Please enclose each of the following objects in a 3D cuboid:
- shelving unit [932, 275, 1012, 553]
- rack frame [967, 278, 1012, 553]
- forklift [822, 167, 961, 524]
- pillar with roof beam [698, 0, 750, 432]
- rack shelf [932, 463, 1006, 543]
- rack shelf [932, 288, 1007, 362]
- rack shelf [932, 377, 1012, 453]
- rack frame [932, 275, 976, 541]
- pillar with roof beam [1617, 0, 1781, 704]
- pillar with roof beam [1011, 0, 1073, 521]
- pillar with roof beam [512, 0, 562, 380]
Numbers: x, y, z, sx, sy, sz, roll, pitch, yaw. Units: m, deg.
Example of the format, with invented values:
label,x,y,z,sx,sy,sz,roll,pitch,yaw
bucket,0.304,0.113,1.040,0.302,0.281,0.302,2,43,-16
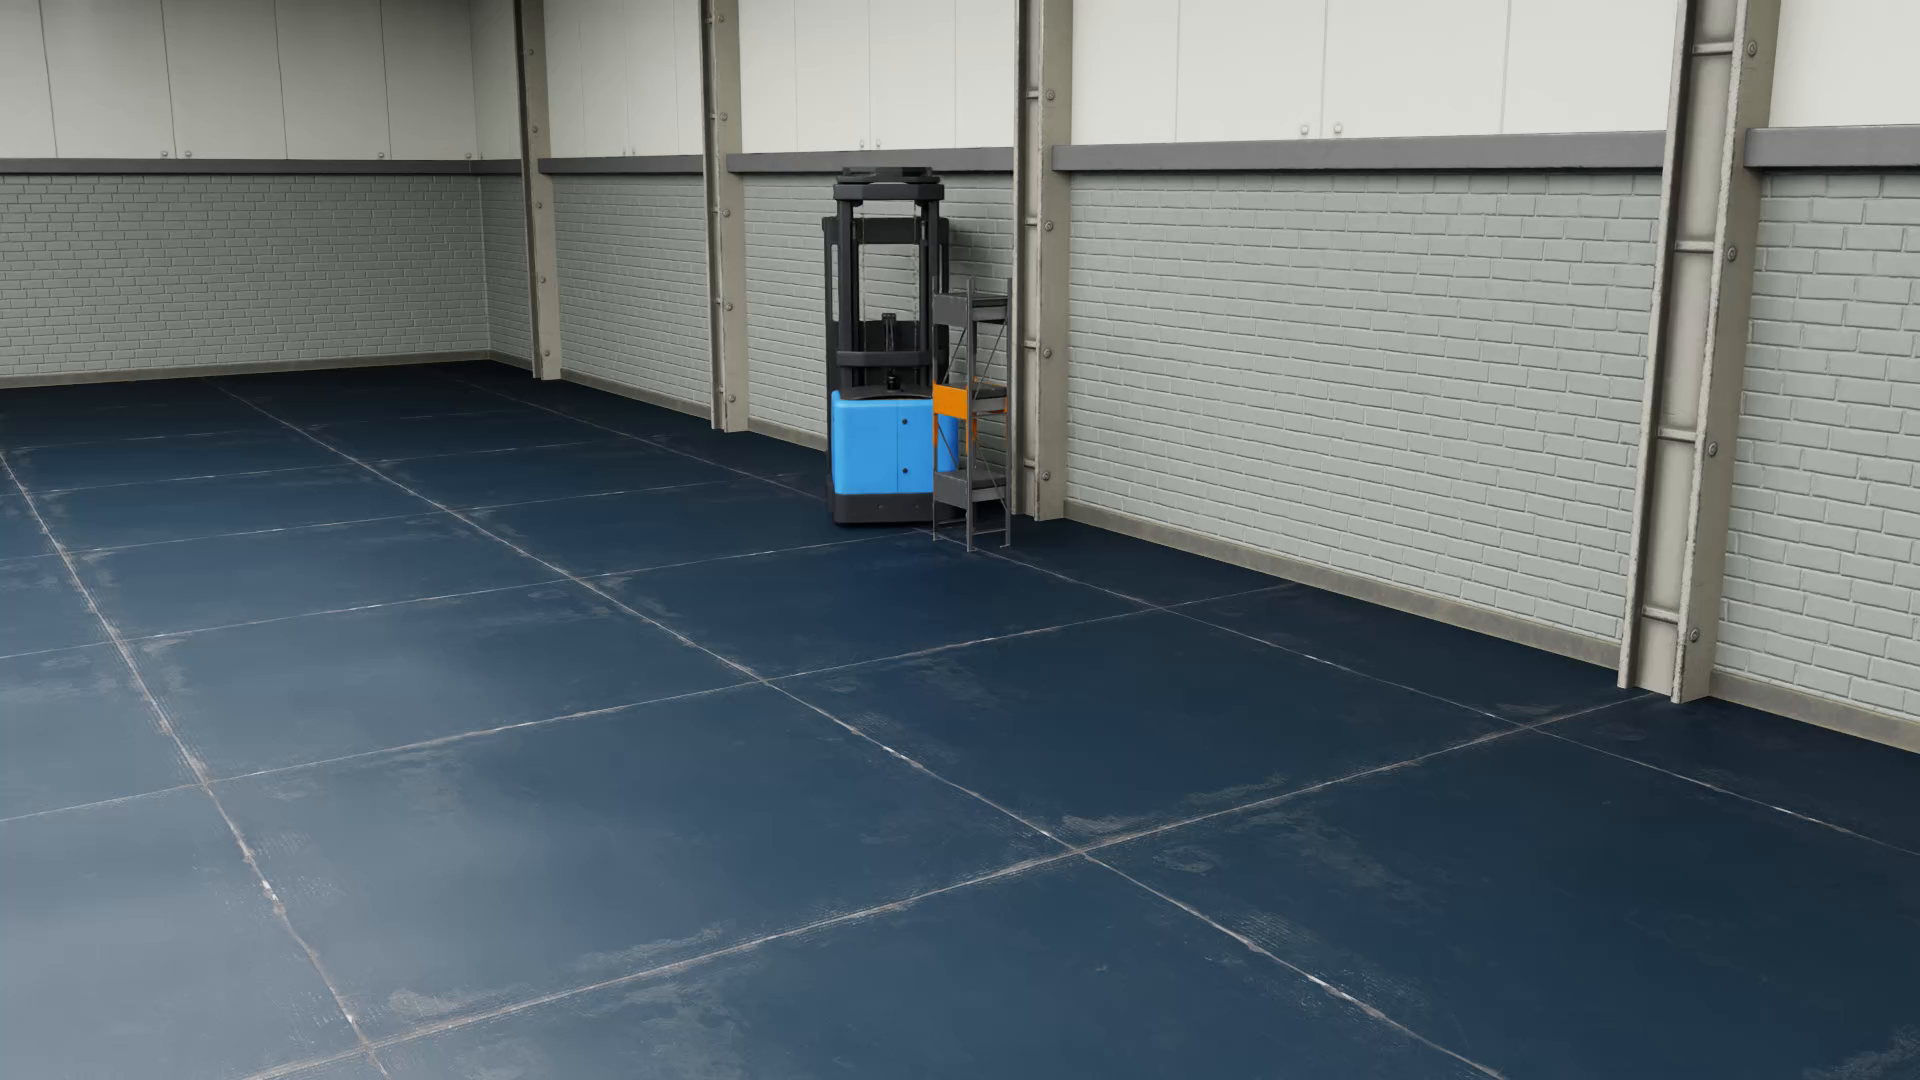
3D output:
label,x,y,z,sx,sy,sz,roll,pitch,yaw
shelving unit,0.092,-0.996,13.003,0.431,2.100,0.503,-8,15,-33
rack frame,0.227,-0.953,12.804,0.400,2.100,0.015,-8,15,-33
forklift,-0.665,-1.830,14.870,1.130,2.935,3.031,-1,12,-6
pillar with roof beam,-6.230,-5.166,15.923,9.100,9.000,0.400,-8,15,-33
rack shelf,0.092,-0.299,13.155,0.431,0.518,0.480,-8,15,-33
rack shelf,0.092,-1.667,12.856,0.431,0.518,0.480,-8,15,-33
rack shelf,0.092,-0.983,13.006,0.431,0.518,0.480,-8,15,-33
rack frame,-0.043,-1.040,13.201,0.400,2.100,0.015,-8,15,-33
pillar with roof beam,0.418,-3.032,6.164,9.100,9.000,0.400,-8,15,-33
pillar with roof beam,-2.906,-4.099,11.044,9.100,9.000,0.400,-8,15,-33
pillar with roof beam,-9.554,-6.234,20.803,9.100,9.000,0.400,-8,15,-33
